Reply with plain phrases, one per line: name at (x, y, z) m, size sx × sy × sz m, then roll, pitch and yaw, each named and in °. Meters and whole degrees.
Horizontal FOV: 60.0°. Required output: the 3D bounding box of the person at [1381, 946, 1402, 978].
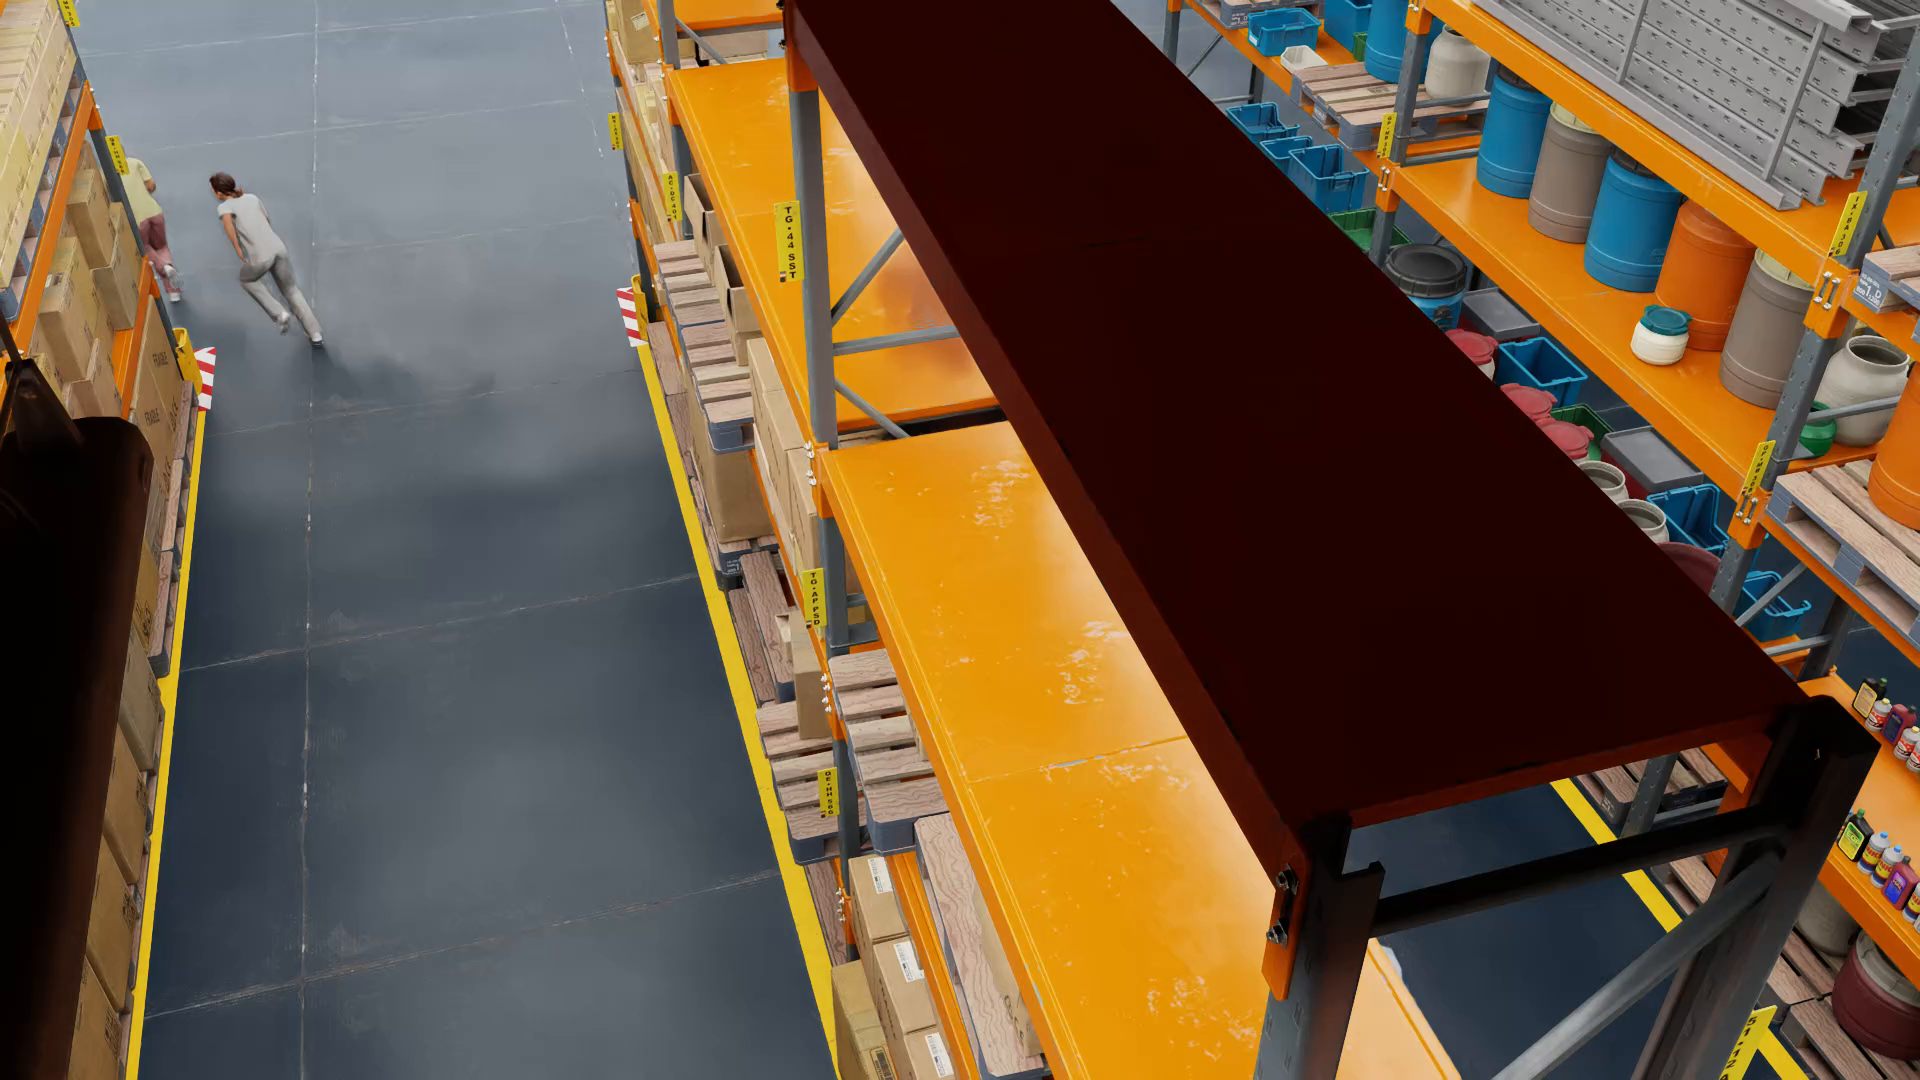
person at (1.827, 2.488, 7.951) m, size 0.561 × 1.702 × 0.566 m, roll -13°, pitch 40°, yaw -15°

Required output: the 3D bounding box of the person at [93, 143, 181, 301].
person at (-7.630, -2.973, 15.347) m, size 0.716 × 1.442 × 0.601 m, roll 29°, pitch 46°, yaw 31°

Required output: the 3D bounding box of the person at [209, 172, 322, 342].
person at (-6.175, -2.467, 14.700) m, size 0.921 × 1.536 × 0.597 m, roll 18°, pitch 42°, yaw 21°
